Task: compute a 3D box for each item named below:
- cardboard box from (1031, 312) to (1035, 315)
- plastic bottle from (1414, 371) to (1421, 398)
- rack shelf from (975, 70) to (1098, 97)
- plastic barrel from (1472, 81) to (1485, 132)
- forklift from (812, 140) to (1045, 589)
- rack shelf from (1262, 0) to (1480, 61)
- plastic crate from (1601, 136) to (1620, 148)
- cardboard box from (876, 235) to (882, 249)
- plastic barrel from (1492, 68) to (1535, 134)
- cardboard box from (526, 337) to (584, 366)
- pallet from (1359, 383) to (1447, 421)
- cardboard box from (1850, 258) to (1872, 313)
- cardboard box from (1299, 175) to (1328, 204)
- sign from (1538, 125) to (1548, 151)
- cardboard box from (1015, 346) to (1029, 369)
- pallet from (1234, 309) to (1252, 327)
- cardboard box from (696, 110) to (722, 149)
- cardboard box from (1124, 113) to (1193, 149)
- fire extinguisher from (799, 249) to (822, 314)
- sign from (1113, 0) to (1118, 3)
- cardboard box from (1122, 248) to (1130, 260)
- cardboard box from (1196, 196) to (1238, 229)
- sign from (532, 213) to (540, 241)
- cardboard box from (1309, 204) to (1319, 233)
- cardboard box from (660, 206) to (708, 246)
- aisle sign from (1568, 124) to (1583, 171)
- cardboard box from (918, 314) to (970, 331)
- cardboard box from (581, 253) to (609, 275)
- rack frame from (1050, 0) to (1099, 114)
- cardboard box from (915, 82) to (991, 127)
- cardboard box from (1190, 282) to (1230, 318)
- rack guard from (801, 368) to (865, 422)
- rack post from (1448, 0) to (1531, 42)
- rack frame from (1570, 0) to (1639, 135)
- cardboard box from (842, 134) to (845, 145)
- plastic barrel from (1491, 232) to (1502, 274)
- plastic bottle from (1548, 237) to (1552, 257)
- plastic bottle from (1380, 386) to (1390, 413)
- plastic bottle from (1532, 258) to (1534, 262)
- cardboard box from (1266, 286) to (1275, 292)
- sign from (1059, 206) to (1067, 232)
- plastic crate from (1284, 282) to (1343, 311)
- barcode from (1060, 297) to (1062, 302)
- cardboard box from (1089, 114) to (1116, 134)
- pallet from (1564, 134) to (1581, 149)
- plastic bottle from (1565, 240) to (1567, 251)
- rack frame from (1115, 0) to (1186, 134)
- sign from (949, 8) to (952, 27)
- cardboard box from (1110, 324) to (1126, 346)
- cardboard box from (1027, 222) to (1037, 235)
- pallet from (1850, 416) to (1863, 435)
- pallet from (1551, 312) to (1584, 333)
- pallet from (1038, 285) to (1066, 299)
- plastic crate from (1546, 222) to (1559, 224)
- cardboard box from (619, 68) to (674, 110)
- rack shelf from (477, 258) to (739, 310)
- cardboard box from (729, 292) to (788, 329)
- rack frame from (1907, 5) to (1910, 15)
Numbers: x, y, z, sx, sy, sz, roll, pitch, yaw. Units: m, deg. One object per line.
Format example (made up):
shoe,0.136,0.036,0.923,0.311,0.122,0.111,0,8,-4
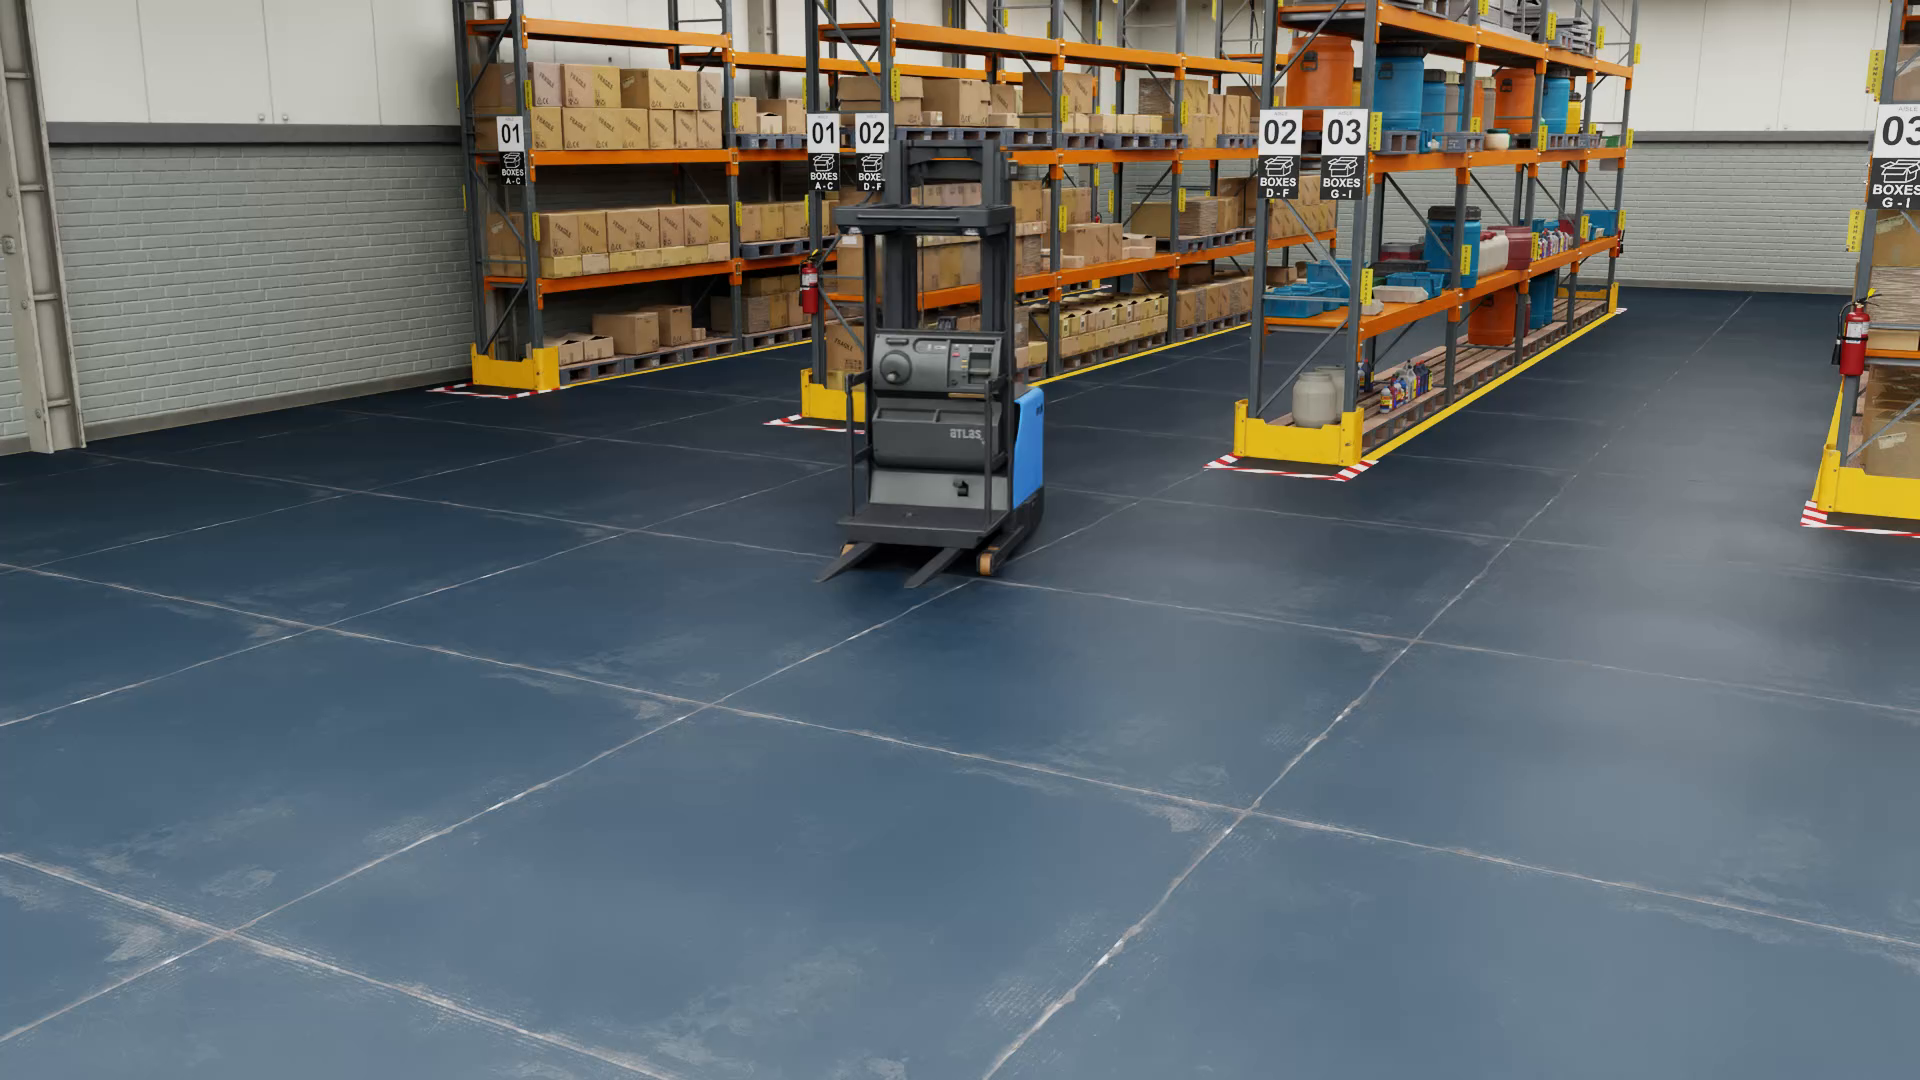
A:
cardboard box,0.738,-2.853,21.742,0.500,0.311,0.500,7,15,28
plastic bottle,4.933,-1.687,17.986,0.061,0.283,0.133,9,16,32
rack shelf,1.289,-8.582,31.318,1.077,0.370,4.000,7,15,28
plastic barrel,6.158,-5.245,20.573,0.600,0.830,0.708,7,15,28
forklift,-0.217,-1.271,11.553,1.130,2.935,3.031,4,14,15
rack shelf,4.160,-4.997,16.451,1.077,0.370,4.000,7,15,28
plastic crate,10.701,-6.618,27.636,0.450,0.188,0.336,7,15,28
cardboard box,-0.763,-3.197,17.796,0.380,0.149,0.250,7,15,28
plastic barrel,7.338,-5.843,22.159,0.600,0.830,0.708,7,15,28
cardboard box,-5.066,-2.376,20.786,0.500,0.311,0.500,6,15,22
pallet,4.766,-1.547,18.499,1.003,0.211,1.213,7,15,28
cardboard box,7.956,-2.073,13.883,0.875,0.500,0.500,7,15,28
cardboard box,6.376,-6.368,30.200,0.500,0.500,0.500,8,16,30
sign,7.546,-5.203,21.537,0.100,0.325,0.005,7,15,28
cardboard box,0.510,-2.244,20.410,0.500,0.250,0.500,7,15,28
pallet,4.300,-3.712,27.480,1.003,0.211,1.213,7,15,28
cardboard box,-3.574,-5.542,22.467,0.500,0.500,0.500,8,16,30
cardboard box,2.908,-6.018,24.483,0.910,0.500,0.500,7,15,28
fire extinguisher,-1.605,-2.768,17.778,0.296,0.674,0.183,7,15,28
sign,2.247,-7.887,23.884,0.100,0.325,0.005,7,15,28
cardboard box,2.159,-4.028,23.377,0.380,0.149,0.250,9,16,32
cardboard box,4.235,-5.420,27.505,0.700,0.500,0.500,2,14,9
sign,-5.004,-3.697,19.620,0.100,0.325,0.005,7,15,28
cardboard box,6.122,-5.777,29.882,0.500,0.500,0.500,8,15,28
cardboard box,-3.739,-4.224,22.333,0.500,0.500,0.500,7,15,28
aisle sign,10.703,-6.810,28.833,0.394,0.787,0.004,7,15,28
cardboard box,-0.216,-2.300,19.046,0.500,0.500,0.500,7,15,28
cardboard box,-4.727,-3.446,20.706,0.500,0.250,0.500,7,15,26
rack frame,2.256,-9.536,32.889,1.000,3.000,0.127,7,15,28
cardboard box,-0.114,-5.055,19.284,0.797,0.503,0.637,9,16,34
cardboard box,3.940,-3.796,26.273,0.500,0.500,0.500,7,15,26
rack guard,-1.152,-1.557,17.924,1.175,0.500,0.348,7,15,28
rack post,6.004,-6.463,19.714,1.013,1.000,3.121,7,15,28
rack frame,10.928,-8.414,28.233,1.000,3.000,0.127,7,15,28
cardboard box,-1.723,-6.225,25.701,0.500,0.311,0.500,7,15,28
plastic barrel,6.547,-3.589,20.781,0.421,0.512,0.421,0,14,0
plastic bottle,8.417,-4.196,23.789,0.061,0.283,0.133,7,15,28
plastic bottle,4.343,-1.439,16.985,0.097,0.271,0.097,0,14,0
plastic bottle,7.777,-3.943,22.753,0.152,0.276,0.135,7,15,28
cardboard box,5.052,-4.207,28.383,0.500,0.311,0.500,7,15,28
sign,1.279,-3.994,20.685,0.100,0.325,0.005,7,15,28
plastic crate,3.492,-2.412,16.454,0.499,0.251,0.408,7,15,28
barcode,1.281,-3.068,21.206,0.001,0.075,0.075,7,15,28
cardboard box,1.771,-5.572,22.271,0.500,0.250,0.500,6,15,23
pallet,8.155,-5.638,23.524,1.003,0.211,1.213,7,15,28
plastic bottle,9.055,-4.436,24.957,0.097,0.201,0.097,0,14,0
rack frame,2.726,-7.335,23.756,1.000,3.000,0.127,7,15,28
sign,-0.152,-9.315,29.639,0.100,0.325,0.005,7,15,28
cardboard box,1.948,-2.835,22.864,0.500,0.250,0.500,8,16,29
cardboard box,0.728,-3.831,20.426,0.380,0.149,0.250,7,15,27
pallet,9.169,-0.977,16.135,1.003,0.211,1.213,7,15,28
pallet,9.316,-3.476,26.503,1.003,0.211,1.213,7,15,28
pallet,1.347,-4.842,32.168,1.003,0.211,1.213,7,15,28
plastic crate,10.202,-5.297,28.334,0.416,0.233,0.300,7,15,28
cardboard box,-4.049,-5.805,21.423,0.500,0.500,0.500,7,15,26
rack shelf,-4.512,-3.398,21.763,1.077,0.370,4.000,7,15,28
cardboard box,-2.998,-3.421,24.719,0.700,0.500,0.500,7,15,27
rack frame,11.397,-6.211,19.098,1.000,3.000,0.127,7,15,28
